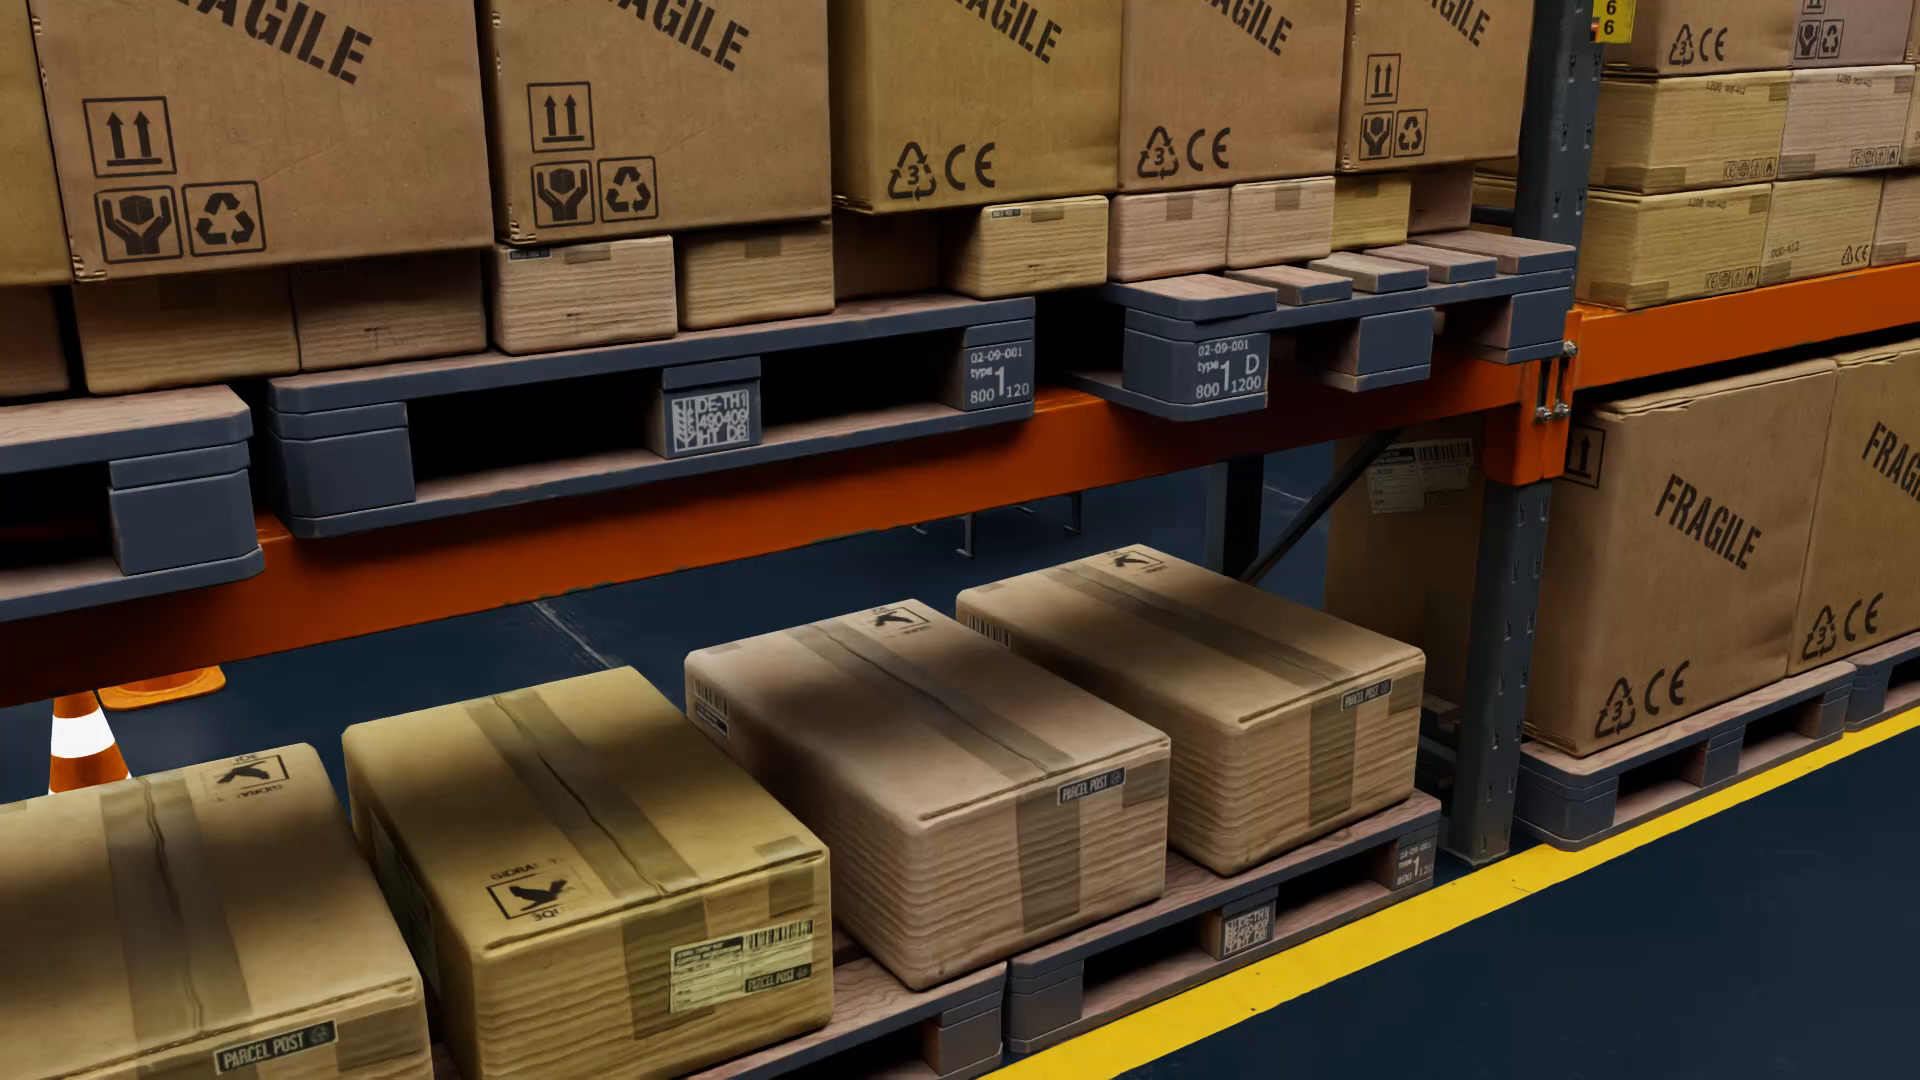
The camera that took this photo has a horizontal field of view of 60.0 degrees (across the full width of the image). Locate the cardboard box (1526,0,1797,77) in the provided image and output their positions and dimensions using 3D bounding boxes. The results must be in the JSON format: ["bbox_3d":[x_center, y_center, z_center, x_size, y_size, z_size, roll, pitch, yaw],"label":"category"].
[{"bbox_3d":[1.540,-1.326,3.766,0.500,0.500,0.500,-13,22,-33],"label":"cardboard box"}]

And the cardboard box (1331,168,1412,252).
[{"bbox_3d":[0.665,-0.676,3.298,0.250,0.149,0.380,-12,22,-31],"label":"cardboard box"}]

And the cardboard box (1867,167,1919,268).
[{"bbox_3d":[2.401,-0.917,4.509,0.500,0.250,0.500,-11,22,-30],"label":"cardboard box"}]

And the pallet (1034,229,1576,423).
[{"bbox_3d":[0.457,-0.539,3.454,1.003,0.211,1.213,-12,22,-31],"label":"pallet"}]

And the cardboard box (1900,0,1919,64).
[{"bbox_3d":[2.389,-1.503,4.290,0.500,0.500,0.500,-11,22,-30],"label":"cardboard box"}]

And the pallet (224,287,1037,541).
[{"bbox_3d":[-0.638,-0.333,2.846,1.213,0.211,1.003,-12,22,-31],"label":"pallet"}]

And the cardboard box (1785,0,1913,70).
[{"bbox_3d":[1.949,-1.416,4.032,0.500,0.500,0.500,-12,22,-31],"label":"cardboard box"}]

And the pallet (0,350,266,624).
[{"bbox_3d":[-1.629,-0.084,2.109,1.213,0.211,1.003,-12,22,-31],"label":"pallet"}]

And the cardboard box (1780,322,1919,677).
[{"bbox_3d":[2.363,-0.231,4.907,0.875,0.875,0.875,-12,22,-31],"label":"cardboard box"}]

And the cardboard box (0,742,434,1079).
[{"bbox_3d":[-1.312,0.746,2.801,0.625,0.372,0.950,-10,21,-28],"label":"cardboard box"}]

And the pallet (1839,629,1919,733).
[{"bbox_3d":[2.711,0.205,5.308,1.213,0.211,1.003,-12,22,-31],"label":"pallet"}]

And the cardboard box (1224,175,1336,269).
[{"bbox_3d":[0.479,-0.620,3.131,0.250,0.149,0.380,-12,22,-32],"label":"cardboard box"}]

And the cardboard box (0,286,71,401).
[{"bbox_3d":[-1.304,-0.284,2.137,0.250,0.149,0.380,-10,21,-28],"label":"cardboard box"}]

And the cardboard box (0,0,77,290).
[{"bbox_3d":[-1.380,-0.560,1.943,0.500,0.500,0.500,-12,22,-31],"label":"cardboard box"}]

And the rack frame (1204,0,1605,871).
[{"bbox_3d":[0.993,-0.784,3.879,0.127,3.000,1.000,-12,22,-31],"label":"rack frame"}]

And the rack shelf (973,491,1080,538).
[{"bbox_3d":[0.138,-0.348,6.223,0.480,0.518,0.431,-12,22,-31],"label":"rack shelf"}]

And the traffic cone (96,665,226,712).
[{"bbox_3d":[-2.390,0.211,4.897,0.334,0.463,0.336,-12,22,-31],"label":"traffic cone"}]

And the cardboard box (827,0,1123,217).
[{"bbox_3d":[-0.080,-0.833,2.749,0.500,0.500,0.500,-14,23,-35],"label":"cardboard box"}]

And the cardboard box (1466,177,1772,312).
[{"bbox_3d":[1.540,-0.731,3.959,0.500,0.250,0.500,-12,22,-32],"label":"cardboard box"}]

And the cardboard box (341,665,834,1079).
[{"bbox_3d":[-0.733,0.623,3.165,0.625,0.372,0.950,-11,22,-30],"label":"cardboard box"}]

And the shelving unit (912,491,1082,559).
[{"bbox_3d":[0.138,-1.024,5.995,0.503,2.100,0.431,-12,22,-31],"label":"shelving unit"}]

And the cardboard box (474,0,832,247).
[{"bbox_3d":[-0.537,-0.737,2.466,0.500,0.500,0.500,-13,23,-34],"label":"cardboard box"}]

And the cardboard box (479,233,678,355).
[{"bbox_3d":[-0.608,-0.394,2.463,0.250,0.149,0.380,-11,22,-29],"label":"cardboard box"}]

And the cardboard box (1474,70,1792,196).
[{"bbox_3d":[1.552,-0.973,3.891,0.500,0.250,0.500,-12,22,-32],"label":"cardboard box"}]

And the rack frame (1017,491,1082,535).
[{"bbox_3d":[0.342,-1.067,6.122,0.015,2.100,0.400,-12,22,-31],"label":"rack frame"}]

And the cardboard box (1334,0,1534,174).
[{"bbox_3d":[0.766,-1.016,3.291,0.500,0.500,0.500,-13,22,-33],"label":"cardboard box"}]

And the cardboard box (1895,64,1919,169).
[{"bbox_3d":[2.408,-1.148,4.410,0.500,0.250,0.500,-12,22,-32],"label":"cardboard box"}]

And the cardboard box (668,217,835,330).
[{"bbox_3d":[-0.402,-0.449,2.625,0.250,0.149,0.380,-13,22,-33],"label":"cardboard box"}]

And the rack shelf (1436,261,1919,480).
[{"bbox_3d":[2.664,-0.795,5.036,4.000,0.370,1.077,-12,22,-31],"label":"rack shelf"}]

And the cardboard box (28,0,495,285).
[{"bbox_3d":[-0.960,-0.644,2.189,0.500,0.500,0.500,-12,22,-32],"label":"cardboard box"}]

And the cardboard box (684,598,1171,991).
[{"bbox_3d":[-0.096,0.491,3.555,0.625,0.372,0.950,-12,22,-32],"label":"cardboard box"}]

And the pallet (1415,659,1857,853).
[{"bbox_3d":[1.693,0.419,4.677,1.213,0.211,1.003,-12,22,-31],"label":"pallet"}]

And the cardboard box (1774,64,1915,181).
[{"bbox_3d":[1.984,-1.063,4.160,0.500,0.250,0.500,-11,22,-30],"label":"cardboard box"}]

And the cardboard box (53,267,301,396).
[{"bbox_3d":[-1.066,-0.318,2.238,0.250,0.149,0.380,-12,22,-31],"label":"cardboard box"}]

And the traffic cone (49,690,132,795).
[{"bbox_3d":[-2.082,0.530,3.955,0.334,0.463,0.336,-12,22,-31],"label":"traffic cone"}]

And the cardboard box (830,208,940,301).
[{"bbox_3d":[-0.237,-0.515,2.821,0.250,0.149,0.380,-12,22,-31],"label":"cardboard box"}]

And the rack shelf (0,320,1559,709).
[{"bbox_3d":[-0.677,-0.090,2.952,4.000,0.370,1.077,-12,22,-31],"label":"rack shelf"}]

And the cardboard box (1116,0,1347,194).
[{"bbox_3d":[0.341,-0.922,3.013,0.500,0.500,0.500,-12,22,-32],"label":"cardboard box"}]

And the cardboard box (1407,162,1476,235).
[{"bbox_3d":[0.849,-0.743,3.495,0.250,0.149,0.380,-11,22,-29],"label":"cardboard box"}]

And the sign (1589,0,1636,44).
[{"bbox_3d":[1.300,-1.151,3.282,0.005,0.325,0.100,-12,22,-31],"label":"sign"}]

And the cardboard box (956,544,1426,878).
[{"bbox_3d":[0.516,0.359,3.946,0.625,0.372,0.950,-14,23,-35],"label":"cardboard box"}]

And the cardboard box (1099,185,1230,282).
[{"bbox_3d":[0.264,-0.578,3.006,0.250,0.149,0.380,-13,23,-34],"label":"cardboard box"}]

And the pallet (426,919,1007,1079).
[{"bbox_3d":[-0.678,0.888,3.288,1.213,0.211,1.003,-12,22,-31],"label":"pallet"}]

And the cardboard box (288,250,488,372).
[{"bbox_3d":[-0.859,-0.361,2.365,0.250,0.149,0.380,-12,22,-31],"label":"cardboard box"}]

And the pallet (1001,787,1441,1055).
[{"bbox_3d":[0.340,0.675,3.919,1.213,0.211,1.003,-12,22,-31],"label":"pallet"}]

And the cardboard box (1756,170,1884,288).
[{"bbox_3d":[1.959,-0.827,4.240,0.500,0.250,0.500,-13,22,-33],"label":"cardboard box"}]

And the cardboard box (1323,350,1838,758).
[{"bbox_3d":[1.616,-0.075,4.446,0.875,0.875,0.875,-12,22,-32],"label":"cardboard box"}]

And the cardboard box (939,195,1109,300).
[{"bbox_3d":[0.042,-0.525,2.852,0.250,0.149,0.380,-11,22,-30],"label":"cardboard box"}]

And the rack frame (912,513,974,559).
[{"bbox_3d":[-0.066,-0.981,5.868,0.015,2.100,0.400,-12,22,-31],"label":"rack frame"}]
